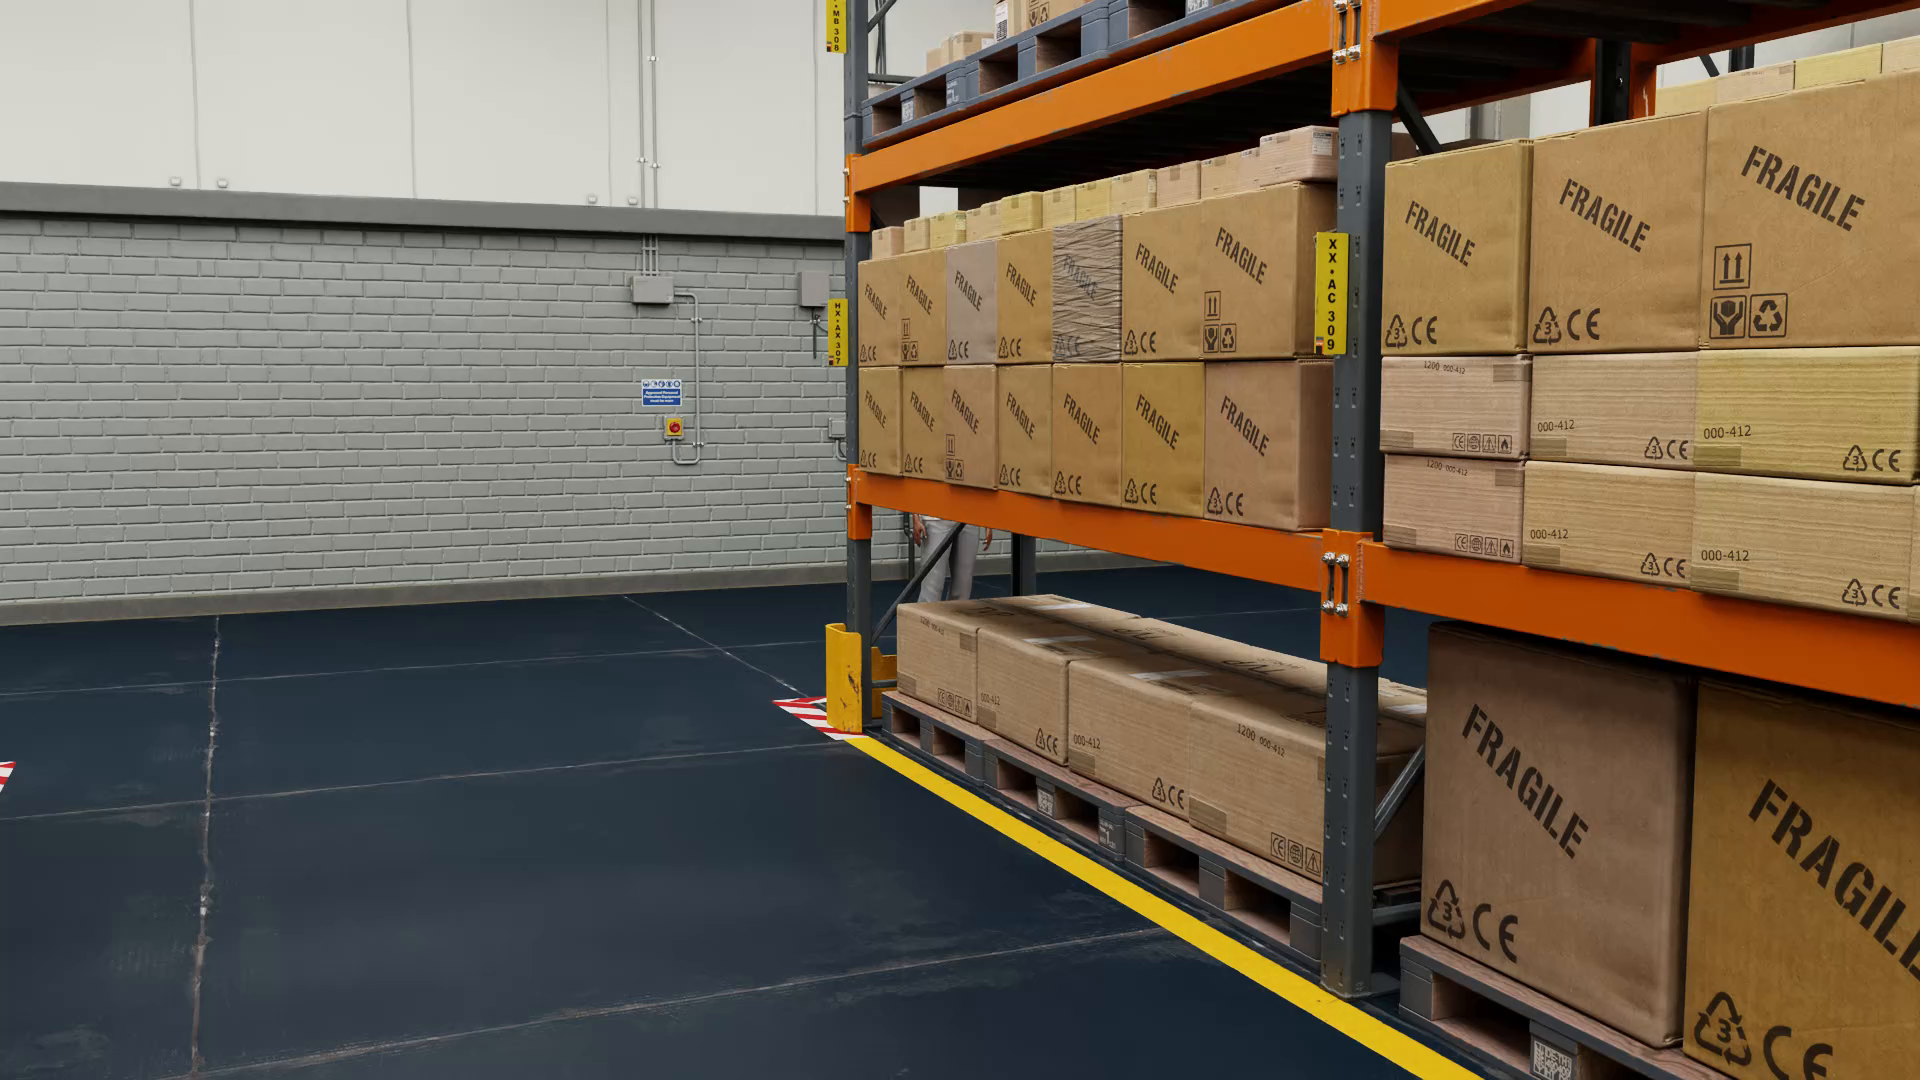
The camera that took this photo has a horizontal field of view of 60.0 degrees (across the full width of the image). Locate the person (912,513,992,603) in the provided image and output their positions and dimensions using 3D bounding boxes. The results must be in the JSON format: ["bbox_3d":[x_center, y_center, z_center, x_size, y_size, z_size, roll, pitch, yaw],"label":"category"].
[{"bbox_3d":[-0.043,-0.092,10.203,0.569,1.692,0.530,-2,6,-24],"label":"person"}]
